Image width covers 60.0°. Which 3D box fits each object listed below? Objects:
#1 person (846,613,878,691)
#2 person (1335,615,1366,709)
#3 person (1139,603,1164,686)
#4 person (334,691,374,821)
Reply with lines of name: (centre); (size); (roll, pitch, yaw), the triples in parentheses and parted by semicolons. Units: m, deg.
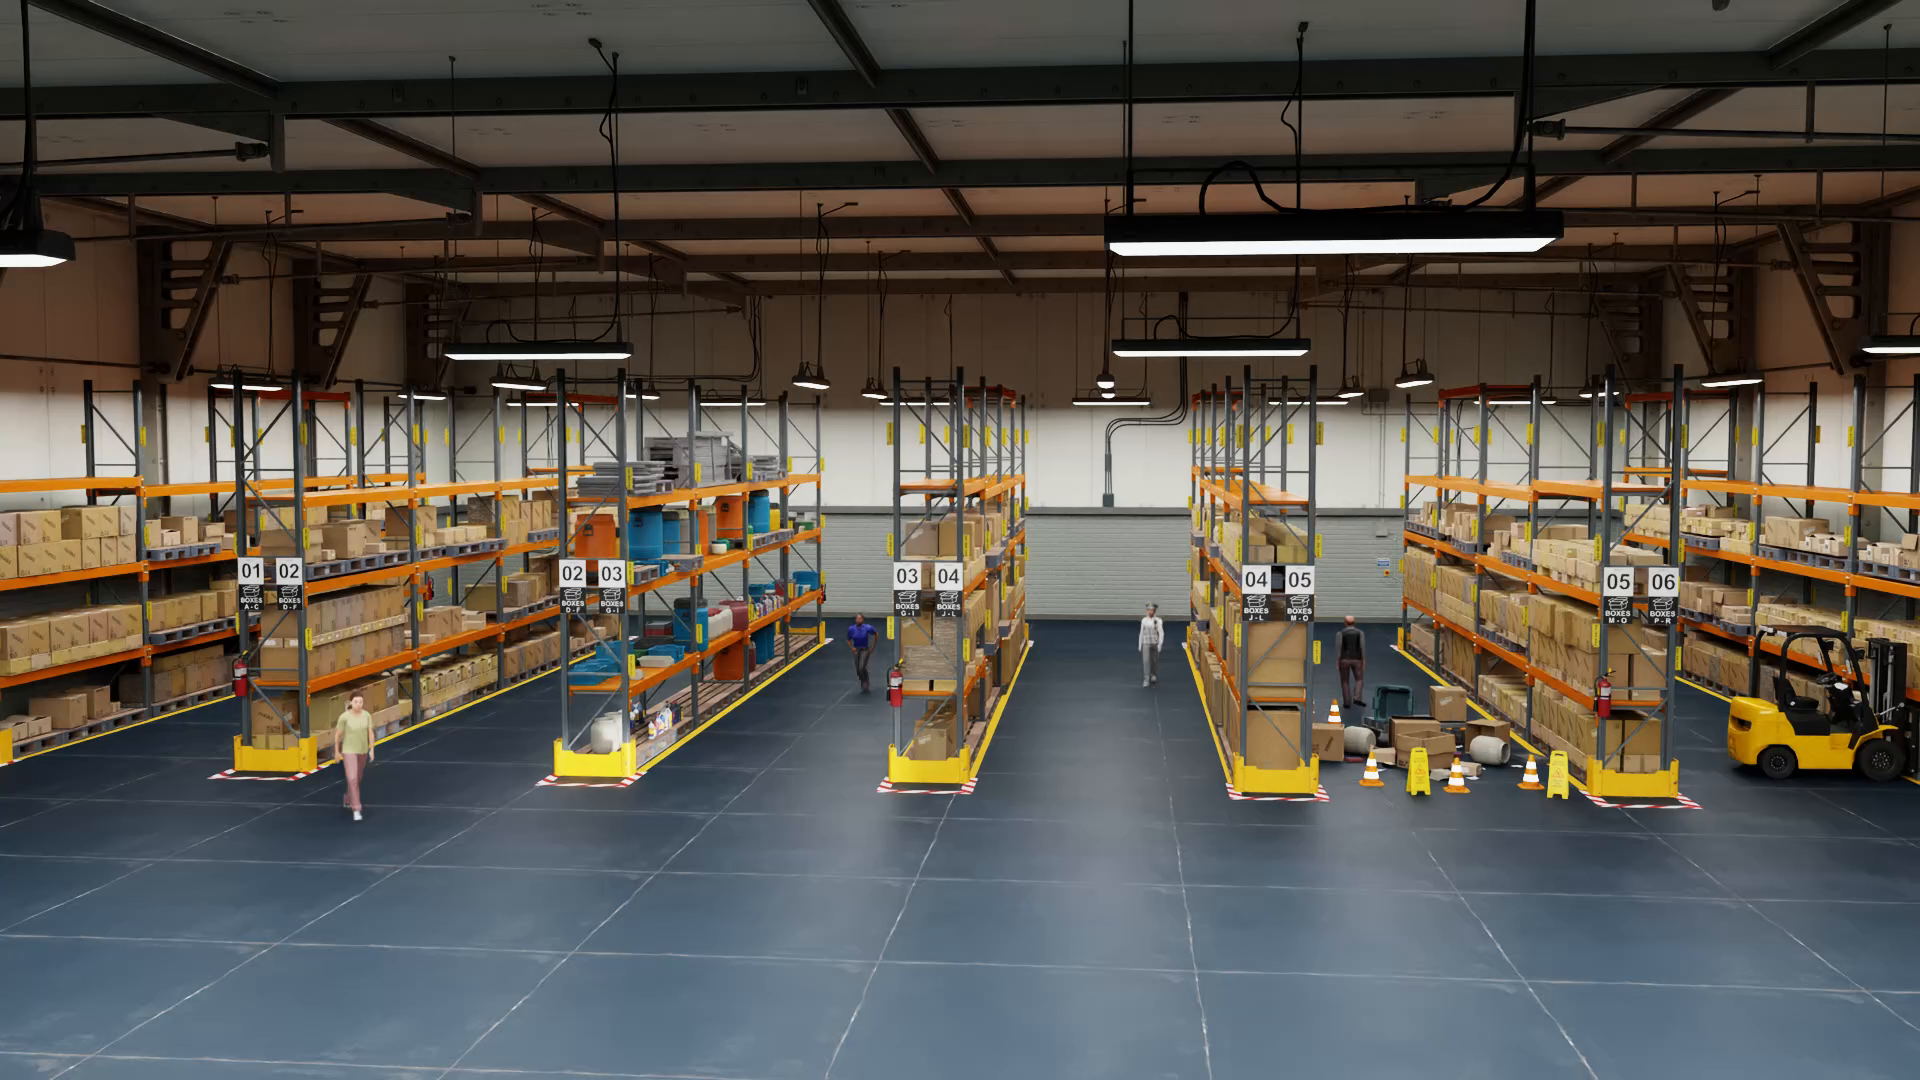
person: (-1.920, 2.199, 32.540); (0.543, 1.572, 0.745); (1, 4, 17)
person: (7.190, 2.247, 30.617); (0.566, 1.720, 0.537); (0, 4, 5)
person: (3.852, 2.079, 33.441); (0.513, 1.624, 1.007); (0, 4, 8)
person: (-7.941, 2.801, 21.883); (0.929, 1.625, 0.490); (3, 5, 43)
